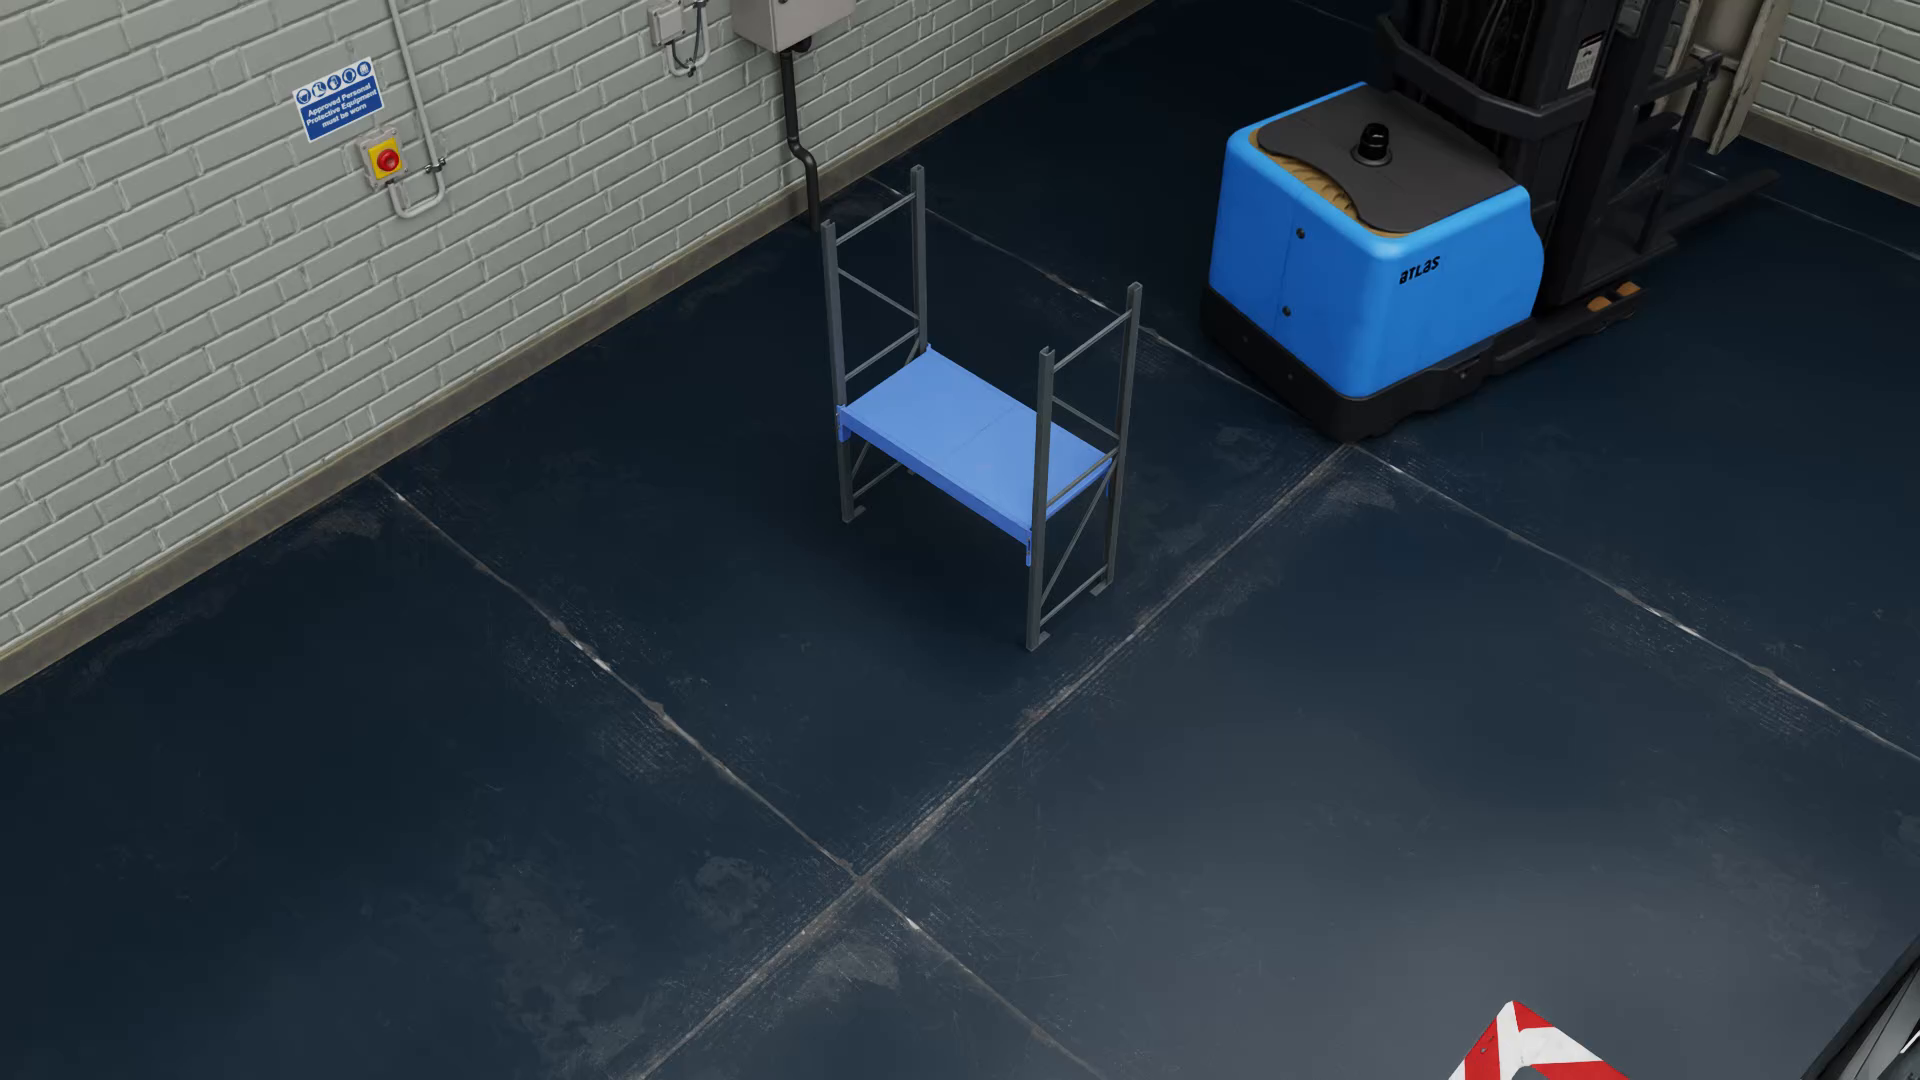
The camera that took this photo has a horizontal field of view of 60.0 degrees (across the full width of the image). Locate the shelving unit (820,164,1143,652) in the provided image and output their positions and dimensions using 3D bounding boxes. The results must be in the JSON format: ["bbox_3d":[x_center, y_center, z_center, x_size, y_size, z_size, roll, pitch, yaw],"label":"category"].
[{"bbox_3d":[0.063,-0.471,6.272,1.048,1.500,0.538,34,55,28],"label":"shelving unit"}]

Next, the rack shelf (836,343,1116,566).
[{"bbox_3d":[0.063,-0.348,6.403,1.000,0.185,0.538,34,55,28],"label":"rack shelf"}]

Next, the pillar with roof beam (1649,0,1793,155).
[{"bbox_3d":[1.019,-2.978,3.482,0.400,9.000,9.100,34,55,28],"label":"pillar with roof beam"}]

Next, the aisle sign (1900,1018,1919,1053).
[{"bbox_3d":[1.695,0.476,2.571,0.004,0.787,0.394,34,55,28],"label":"aisle sign"}]

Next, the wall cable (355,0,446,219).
[{"bbox_3d":[-2.214,-1.888,5.855,0.123,1.953,0.585,34,55,28],"label":"wall cable"}]

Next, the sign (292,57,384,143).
[{"bbox_3d":[-2.292,-1.626,6.143,0.001,0.218,0.327,34,55,28],"label":"sign"}]

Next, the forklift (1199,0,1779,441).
[{"bbox_3d":[2.623,-2.271,6.980,3.031,2.935,1.130,-25,52,-22],"label":"forklift"}]

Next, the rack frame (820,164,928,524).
[{"bbox_3d":[-0.311,-0.723,6.508,0.032,1.500,0.500,34,55,28],"label":"rack frame"}]

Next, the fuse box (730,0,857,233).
[{"bbox_3d":[-0.682,-2.142,7.696,0.414,1.711,0.539,34,55,28],"label":"fuse box"}]

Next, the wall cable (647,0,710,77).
[{"bbox_3d":[-1.261,-2.643,6.586,0.122,1.984,0.588,34,55,28],"label":"wall cable"}]

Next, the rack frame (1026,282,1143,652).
[{"bbox_3d":[0.436,-0.220,6.036,0.032,1.500,0.500,34,55,28],"label":"rack frame"}]
